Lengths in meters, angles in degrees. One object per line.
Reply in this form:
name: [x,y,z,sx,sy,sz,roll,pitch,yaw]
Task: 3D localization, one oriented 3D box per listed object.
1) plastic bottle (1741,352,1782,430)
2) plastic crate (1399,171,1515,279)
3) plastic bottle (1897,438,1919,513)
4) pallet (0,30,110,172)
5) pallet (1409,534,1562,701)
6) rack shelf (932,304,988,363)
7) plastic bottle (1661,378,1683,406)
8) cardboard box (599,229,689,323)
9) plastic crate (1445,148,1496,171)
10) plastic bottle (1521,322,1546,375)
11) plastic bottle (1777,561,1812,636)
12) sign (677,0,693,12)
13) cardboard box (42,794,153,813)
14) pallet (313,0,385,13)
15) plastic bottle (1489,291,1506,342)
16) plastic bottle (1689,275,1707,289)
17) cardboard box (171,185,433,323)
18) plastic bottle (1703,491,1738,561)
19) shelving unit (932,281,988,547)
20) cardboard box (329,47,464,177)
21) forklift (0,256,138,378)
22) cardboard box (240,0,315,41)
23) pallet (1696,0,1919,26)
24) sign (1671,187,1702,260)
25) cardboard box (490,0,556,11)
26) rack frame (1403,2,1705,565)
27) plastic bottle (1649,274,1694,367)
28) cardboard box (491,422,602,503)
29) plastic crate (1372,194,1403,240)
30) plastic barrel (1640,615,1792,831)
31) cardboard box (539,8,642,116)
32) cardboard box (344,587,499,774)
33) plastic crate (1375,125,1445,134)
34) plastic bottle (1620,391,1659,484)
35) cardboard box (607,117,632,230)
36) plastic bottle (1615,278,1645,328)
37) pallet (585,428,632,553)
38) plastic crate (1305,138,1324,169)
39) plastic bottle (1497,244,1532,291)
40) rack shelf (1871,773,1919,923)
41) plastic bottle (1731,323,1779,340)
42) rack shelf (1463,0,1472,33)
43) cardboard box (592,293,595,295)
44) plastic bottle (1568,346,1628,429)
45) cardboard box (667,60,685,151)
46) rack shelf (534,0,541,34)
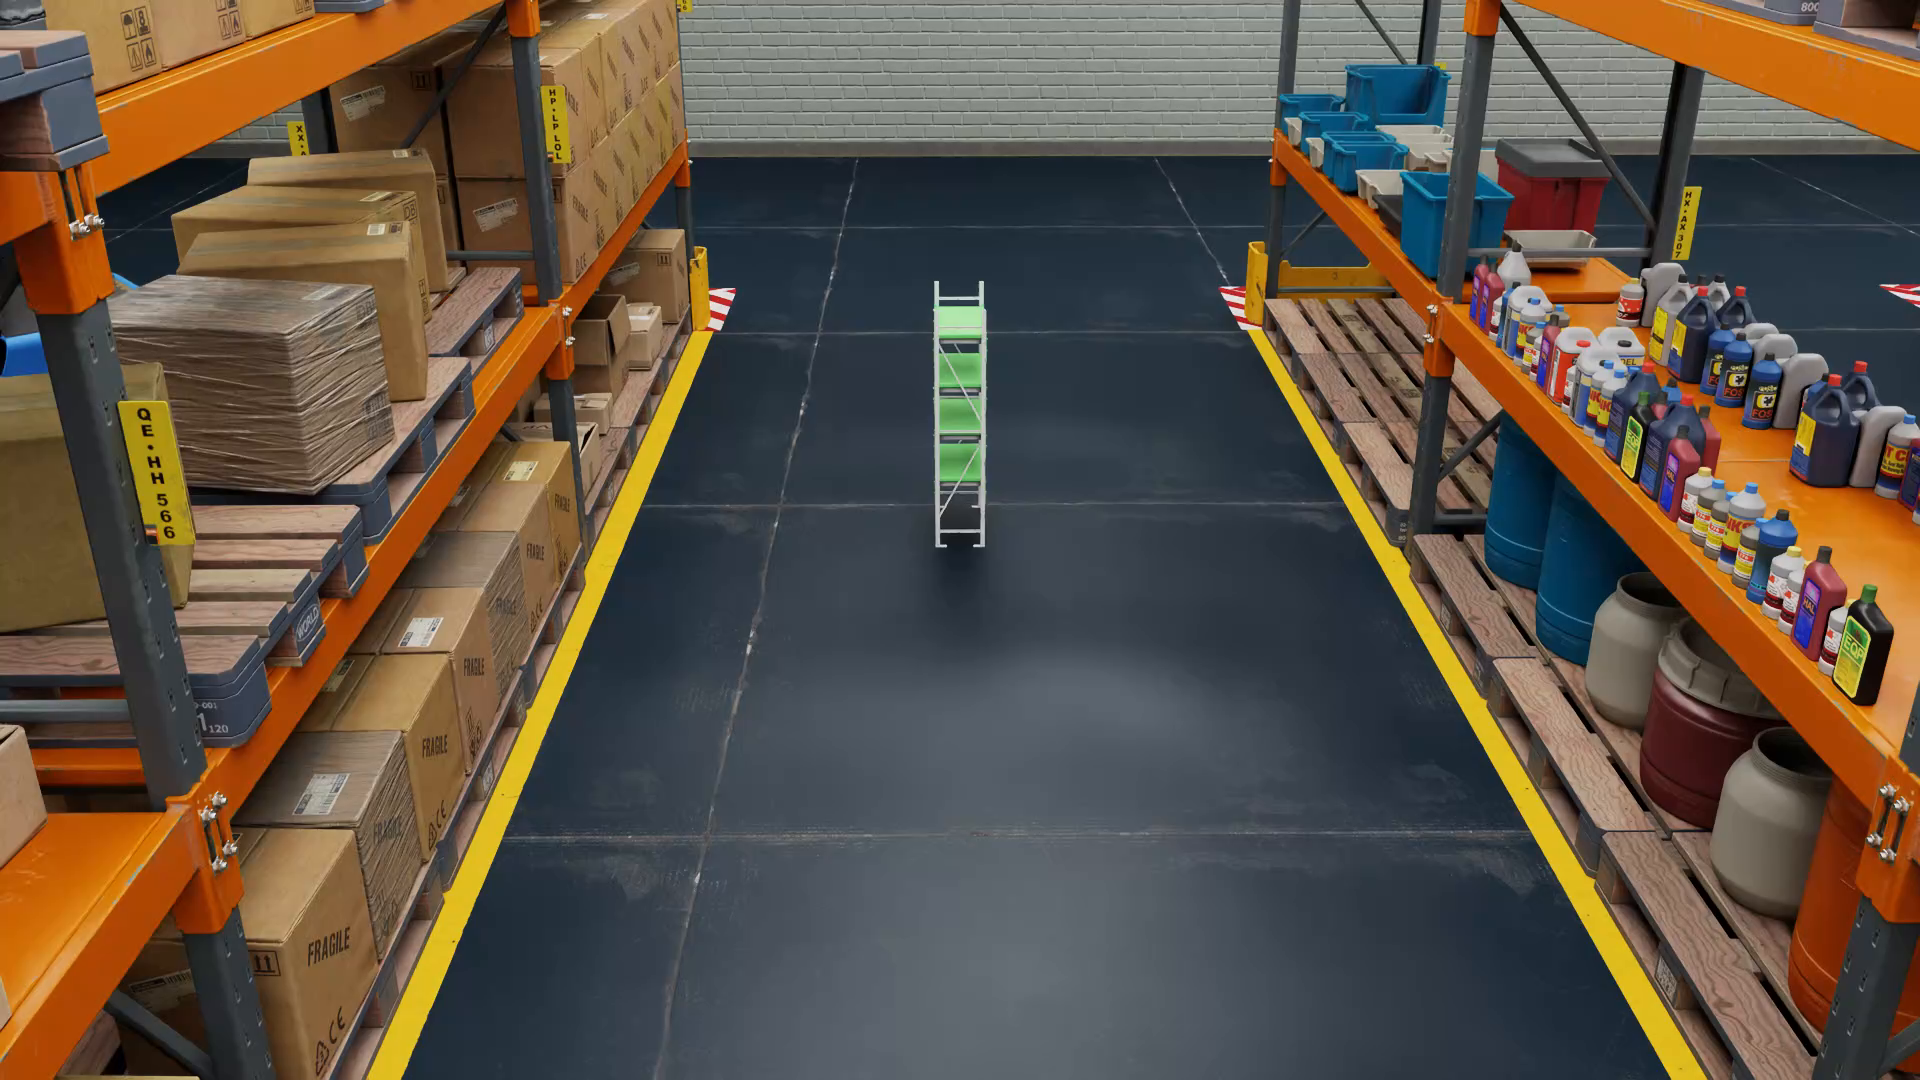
plastic bottle: [2.877,-0.539,5.957,0.097,0.271,0.097,0,24,0]
plastic crate: [2.314,-1.487,7.844,0.392,0.384,0.575,0,24,-1]
plastic bottle: [3.056,-0.230,5.261,0.061,0.283,0.133,0,24,-1]
pallet: [-2.152,-0.608,2.544,1.213,0.211,1.003,1,24,2]
pallet: [2.627,0.313,7.302,1.003,0.211,1.213,0,24,-1]
rack shelf: [-0.002,-0.994,7.982,0.258,0.148,0.480,0,24,-1]
plastic bottle: [2.417,-0.420,5.695,0.097,0.271,0.097,0,24,0]
cardboard box: [-2.084,-1.742,10.961,0.500,0.500,0.500,0,24,-1]
plastic crate: [2.896,-2.030,9.229,0.416,0.233,0.300,0,24,-1]
plastic bottle: [2.263,-0.754,6.518,0.097,0.201,0.097,0,24,0]
plastic bottle: [2.288,0.156,4.507,0.097,0.201,0.097,0,24,0]
sign: [-1.781,-3.569,10.713,0.100,0.325,0.005,0,24,-1]
cardboard box: [-2.499,0.582,4.912,0.500,0.250,0.500,1,24,1]
pallet: [-2.341,-1.840,5.266,1.213,0.211,1.003,0,24,-1]
plastic bottle: [2.259,-0.930,6.907,0.097,0.201,0.097,0,24,0]
plastic bottle: [3.036,-0.967,6.889,0.061,0.283,0.133,0,24,-1]
cardboard box: [-2.440,-1.013,6.218,0.700,0.500,0.500,4,25,8]
plastic bottle: [2.282,-0.045,4.951,0.097,0.201,0.097,0,24,0]
shelving unit: [-0.002,-0.615,8.154,0.258,1.200,0.503,0,24,-1]
cardboard box: [-2.557,-1.963,7.616,0.500,0.500,0.500,0,24,0]
forklift: [-5.269,-1.234,7.422,3.031,2.935,1.130,-21,31,-38]
cardboard box: [-2.299,-1.623,4.437,0.910,0.500,0.500,0,24,-1]
pallet: [2.782,-1.767,5.105,1.003,0.211,1.213,0,24,-1]
sign: [3.211,-1.404,7.378,0.100,0.325,0.005,0,24,-1]
cardboard box: [-2.581,-2.799,9.464,0.500,0.500,0.500,0,24,0]
rack frame: [2.660,-1.276,7.431,1.000,3.000,0.127,0,24,-1]
plastic bottle: [2.853,-0.875,6.605,0.144,0.351,0.185,0,24,-1]
cardboard box: [-2.081,-0.404,8.233,0.500,0.311,0.500,0,24,-1]
plastic crate: [2.380,-1.638,8.492,0.437,0.125,0.590,0,24,-1]
plastic barrel: [2.669,0.613,5.671,0.600,0.588,0.708,0,24,-1]
cardboard box: [-2.034,-2.589,8.999,0.500,0.500,0.500,0,24,1]
cardboard box: [-1.991,0.505,5.992,0.500,0.500,0.500,-1,24,-2]
plastic crate: [2.807,-2.496,10.376,0.396,0.136,0.243,0,24,-1]
plastic bottle: [2.257,-0.341,5.506,0.061,0.283,0.133,0,24,-1]
cardboard box: [-2.038,-1.929,8.754,0.500,0.500,0.500,0,24,-1]
plastic bottle: [2.863,-1.016,7.098,0.097,0.201,0.097,0,24,0]
pallet: [-2.299,-0.267,8.585,1.003,0.211,1.213,0,24,-1]
plastic crate: [2.218,-2.316,9.978,0.250,0.136,0.298,0,24,-1]
plastic bottle: [2.341,-1.090,7.080,0.144,0.351,0.185,0,24,-1]
rack shelf: [2.726,1.524,2.113,1.077,0.370,4.000,0,24,-1]
plastic bottle: [2.997,-0.700,6.308,0.152,0.276,0.135,0,24,-1]
rack shelf: [2.639,-3.139,8.783,1.077,0.370,4.000,0,24,-1]
cardboard box: [-2.609,-1.420,10.552,0.500,0.250,0.500,0,24,-1]
plastic bottle: [2.297,-0.550,5.976,0.152,0.276,0.135,0,24,-1]
cardboard box: [-2.059,-2.766,10.603,0.500,0.500,0.500,0,24,1]
rack shelf: [-2.315,-3.118,8.737,1.077,0.370,4.000,0,24,-1]
